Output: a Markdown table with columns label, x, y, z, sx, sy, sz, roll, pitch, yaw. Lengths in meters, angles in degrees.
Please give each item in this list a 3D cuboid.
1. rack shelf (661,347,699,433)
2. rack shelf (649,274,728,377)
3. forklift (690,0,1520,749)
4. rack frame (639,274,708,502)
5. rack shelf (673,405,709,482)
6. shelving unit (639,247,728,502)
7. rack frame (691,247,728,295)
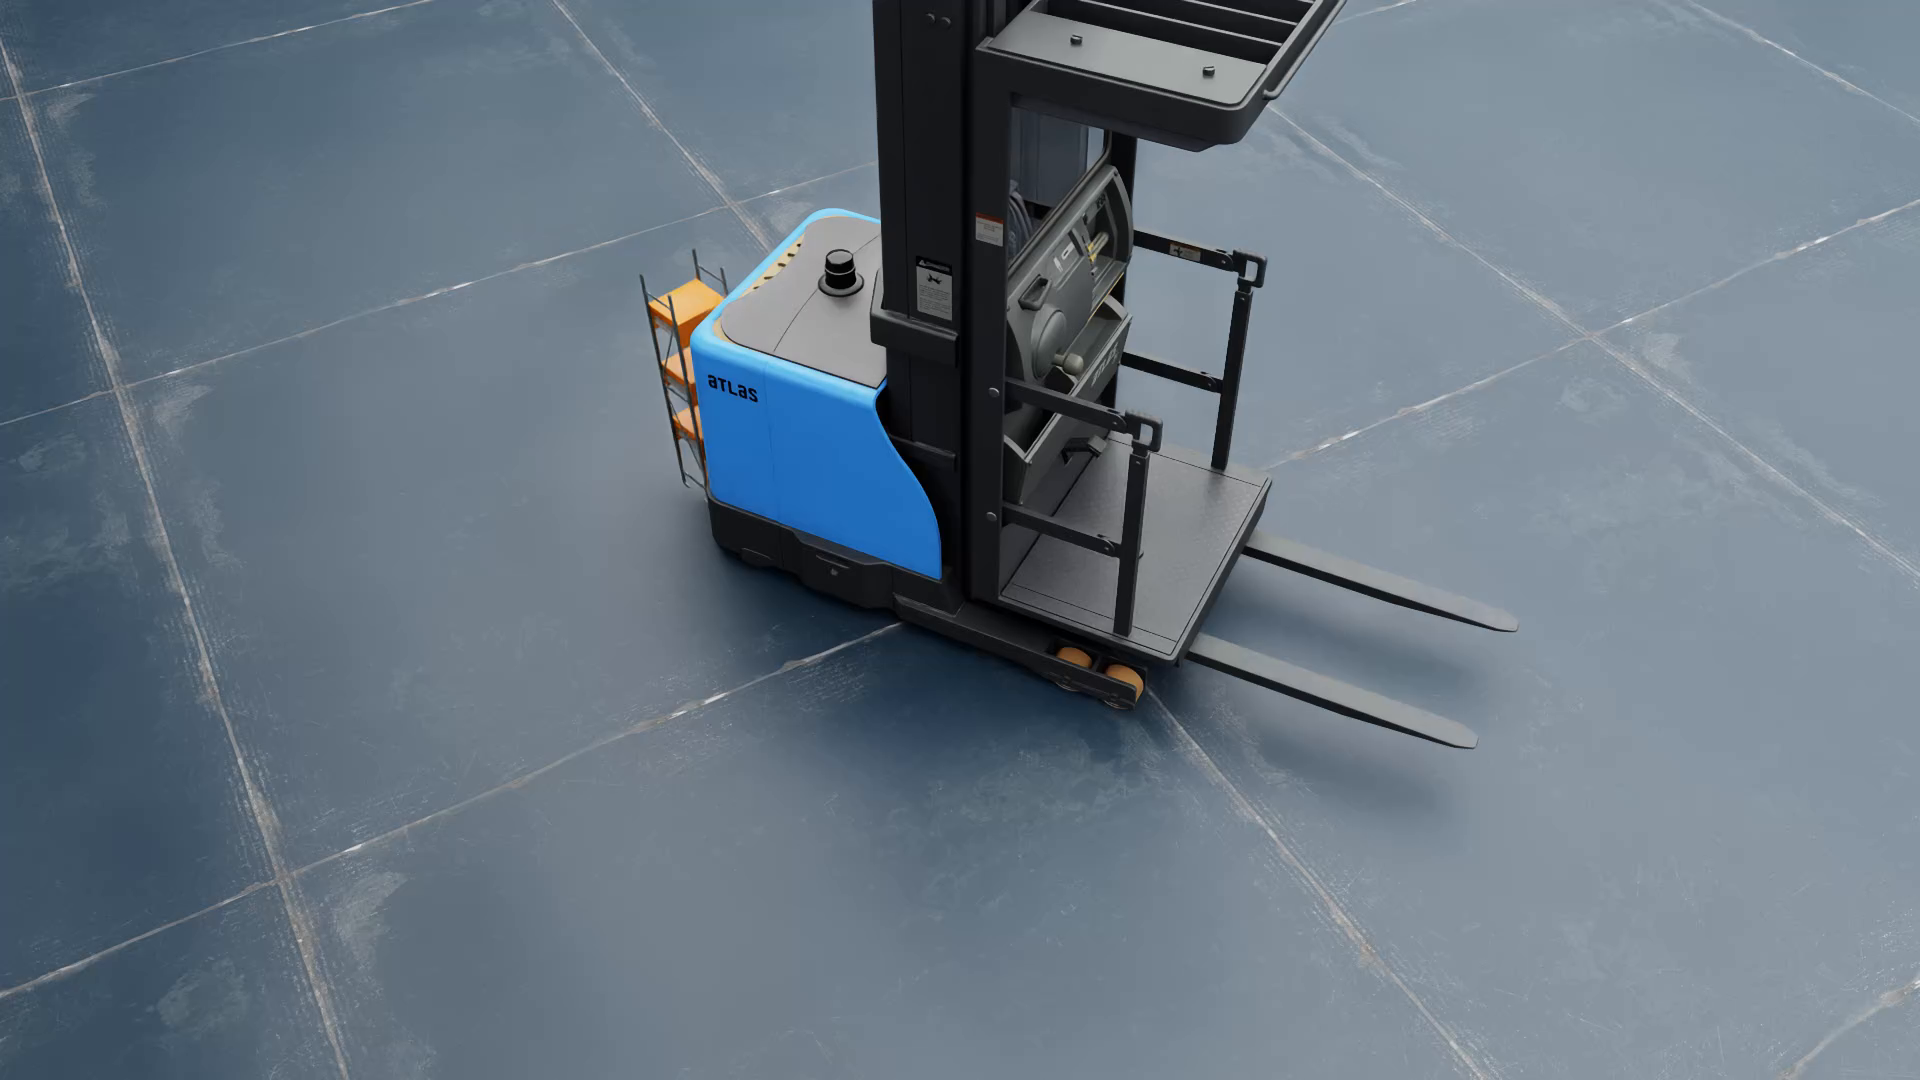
| label | x | y | z | sx | sy | sz | roll | pitch | yaw |
| --- | --- | --- | --- | --- | --- | --- | --- | --- | --- |
| rack shelf | -1.029 | -0.628 | 6.648 | 0.240 | 0.259 | 0.215 | -34 | 51 | -28 |
| rack shelf | -1.041 | -0.833 | 6.453 | 0.240 | 0.259 | 0.215 | -34 | 51 | -28 |
| forklift | 0.559 | -0.857 | 5.528 | 3.031 | 2.935 | 1.130 | 19 | 47 | 19 |
| rack frame | -1.119 | -0.576 | 6.584 | 0.008 | 1.050 | 0.200 | -34 | 51 | -28 |
| rack shelf | -1.017 | -0.427 | 6.839 | 0.240 | 0.259 | 0.215 | -34 | 51 | -28 |
| shelving unit | -1.030 | -0.636 | 6.641 | 0.252 | 1.050 | 0.215 | -34 | 51 | -28 |
| rack frame | -0.940 | -0.695 | 6.698 | 0.008 | 1.050 | 0.200 | -34 | 51 | -28 |
